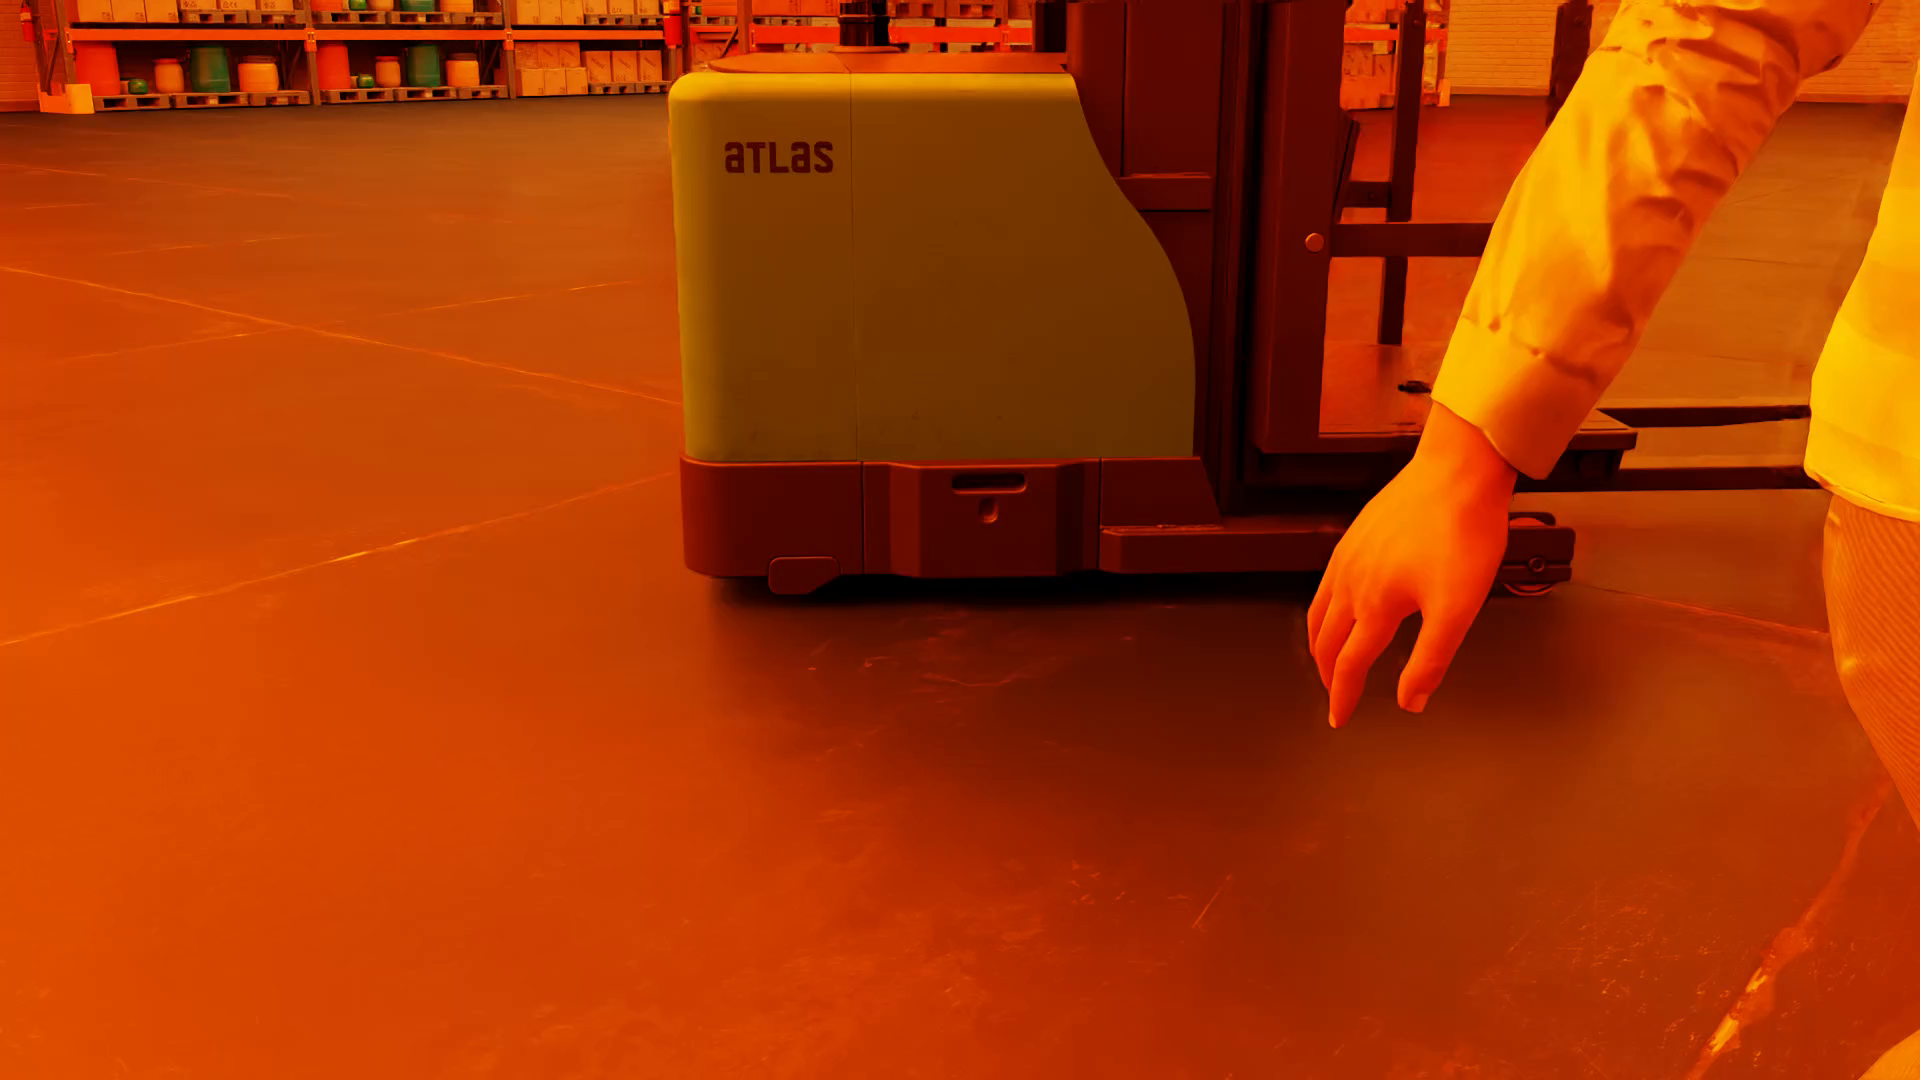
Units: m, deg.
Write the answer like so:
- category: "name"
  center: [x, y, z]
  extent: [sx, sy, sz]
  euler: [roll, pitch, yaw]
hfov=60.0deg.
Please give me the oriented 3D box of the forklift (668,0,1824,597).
- category: "forklift"
  center: [0.904, -1.432, 3.613]
  extent: [3.031, 2.935, 1.130]
  euler: [-1, 17, -3]
